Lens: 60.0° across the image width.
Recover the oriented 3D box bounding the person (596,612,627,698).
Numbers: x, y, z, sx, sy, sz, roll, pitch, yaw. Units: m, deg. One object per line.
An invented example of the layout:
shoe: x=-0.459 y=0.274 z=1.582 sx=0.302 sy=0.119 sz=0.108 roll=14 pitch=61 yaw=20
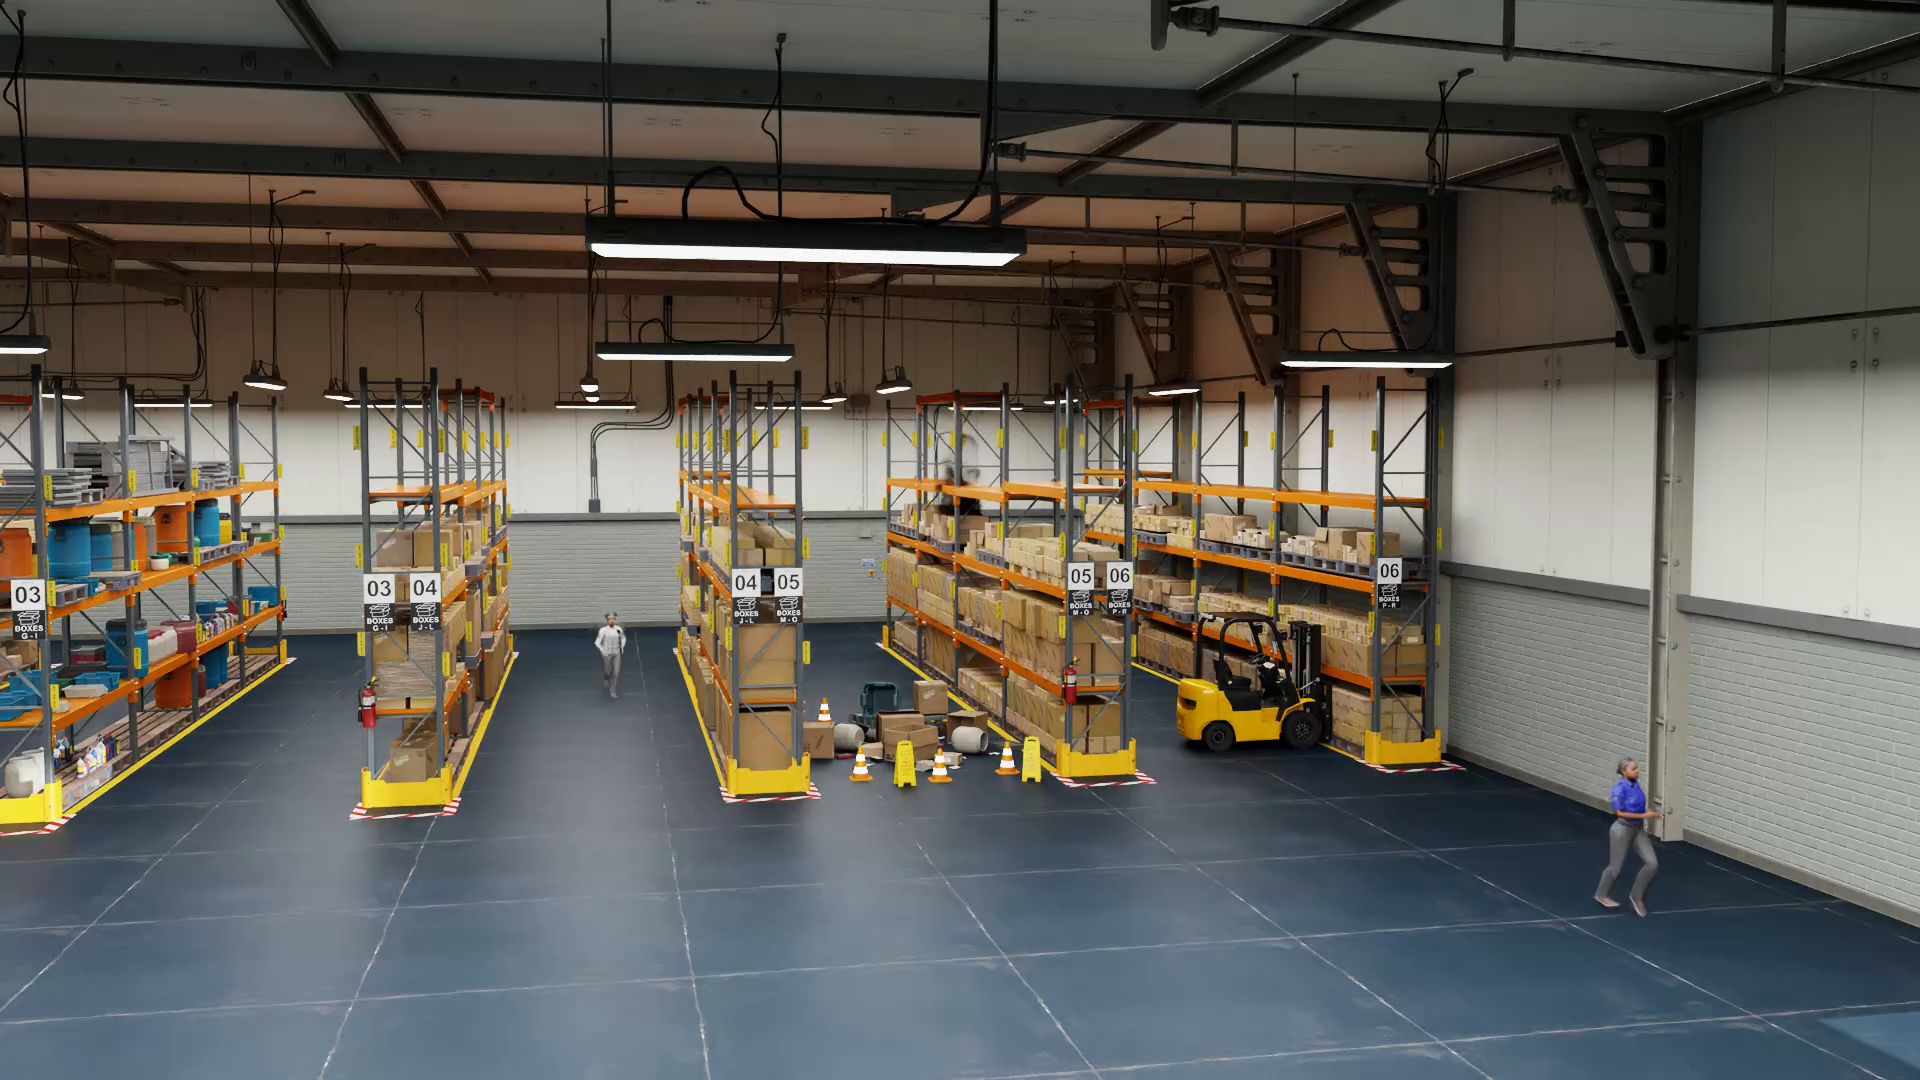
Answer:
person: x=-6.834 y=2.237 z=32.643 sx=0.617 sy=1.671 sz=0.696 roll=-1 pitch=4 yaw=-23

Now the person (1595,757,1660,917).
person: x=7.073 y=3.137 z=17.559 sx=0.541 sy=1.694 sz=0.718 roll=-2 pitch=4 yaw=-31

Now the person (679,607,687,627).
person: x=-6.474 y=1.750 z=40.356 sx=0.614 sy=1.712 sz=0.712 roll=-2 pitch=4 yaw=-25
